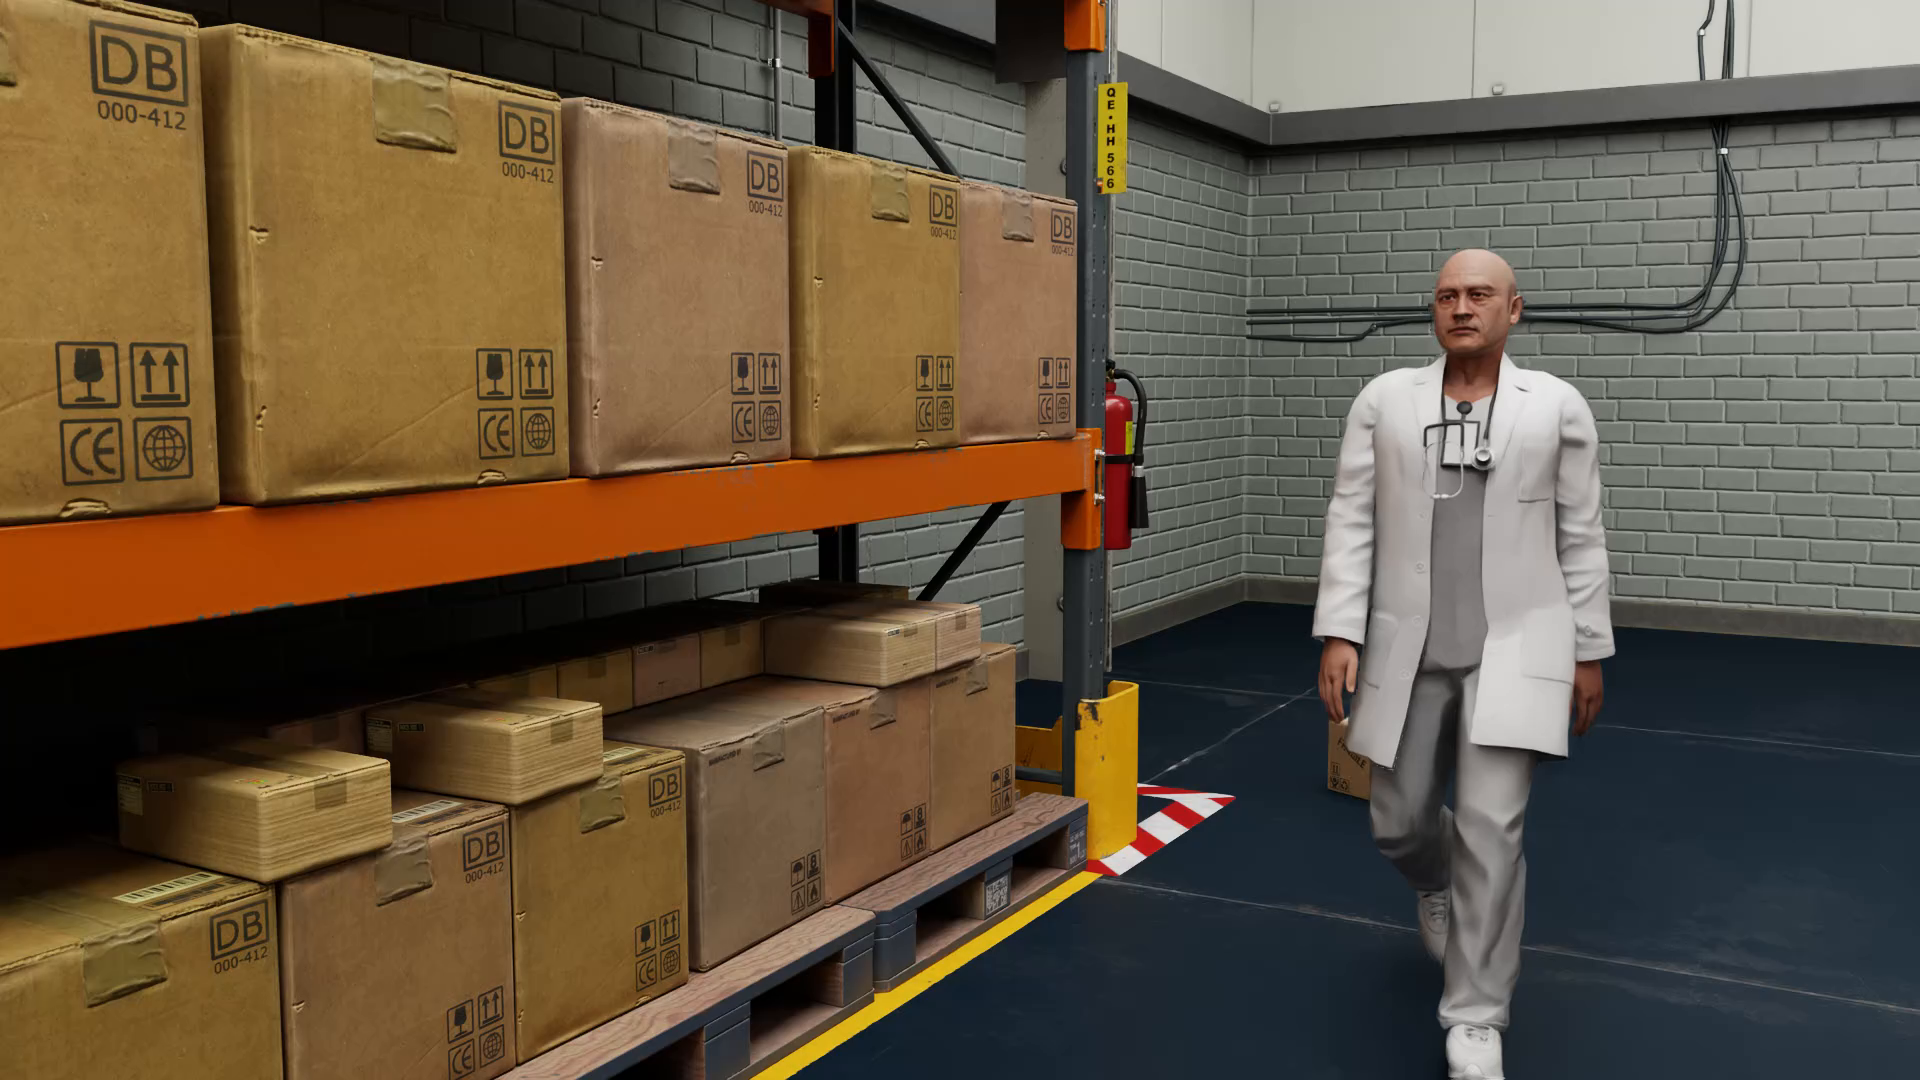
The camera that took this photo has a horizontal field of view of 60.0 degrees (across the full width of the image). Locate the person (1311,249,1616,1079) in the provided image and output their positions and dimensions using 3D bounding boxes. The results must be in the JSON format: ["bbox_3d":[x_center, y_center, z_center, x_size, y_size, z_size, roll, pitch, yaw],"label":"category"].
[{"bbox_3d":[1.128,0.235,3.722,0.629,1.746,0.893,3,6,25],"label":"person"}]
